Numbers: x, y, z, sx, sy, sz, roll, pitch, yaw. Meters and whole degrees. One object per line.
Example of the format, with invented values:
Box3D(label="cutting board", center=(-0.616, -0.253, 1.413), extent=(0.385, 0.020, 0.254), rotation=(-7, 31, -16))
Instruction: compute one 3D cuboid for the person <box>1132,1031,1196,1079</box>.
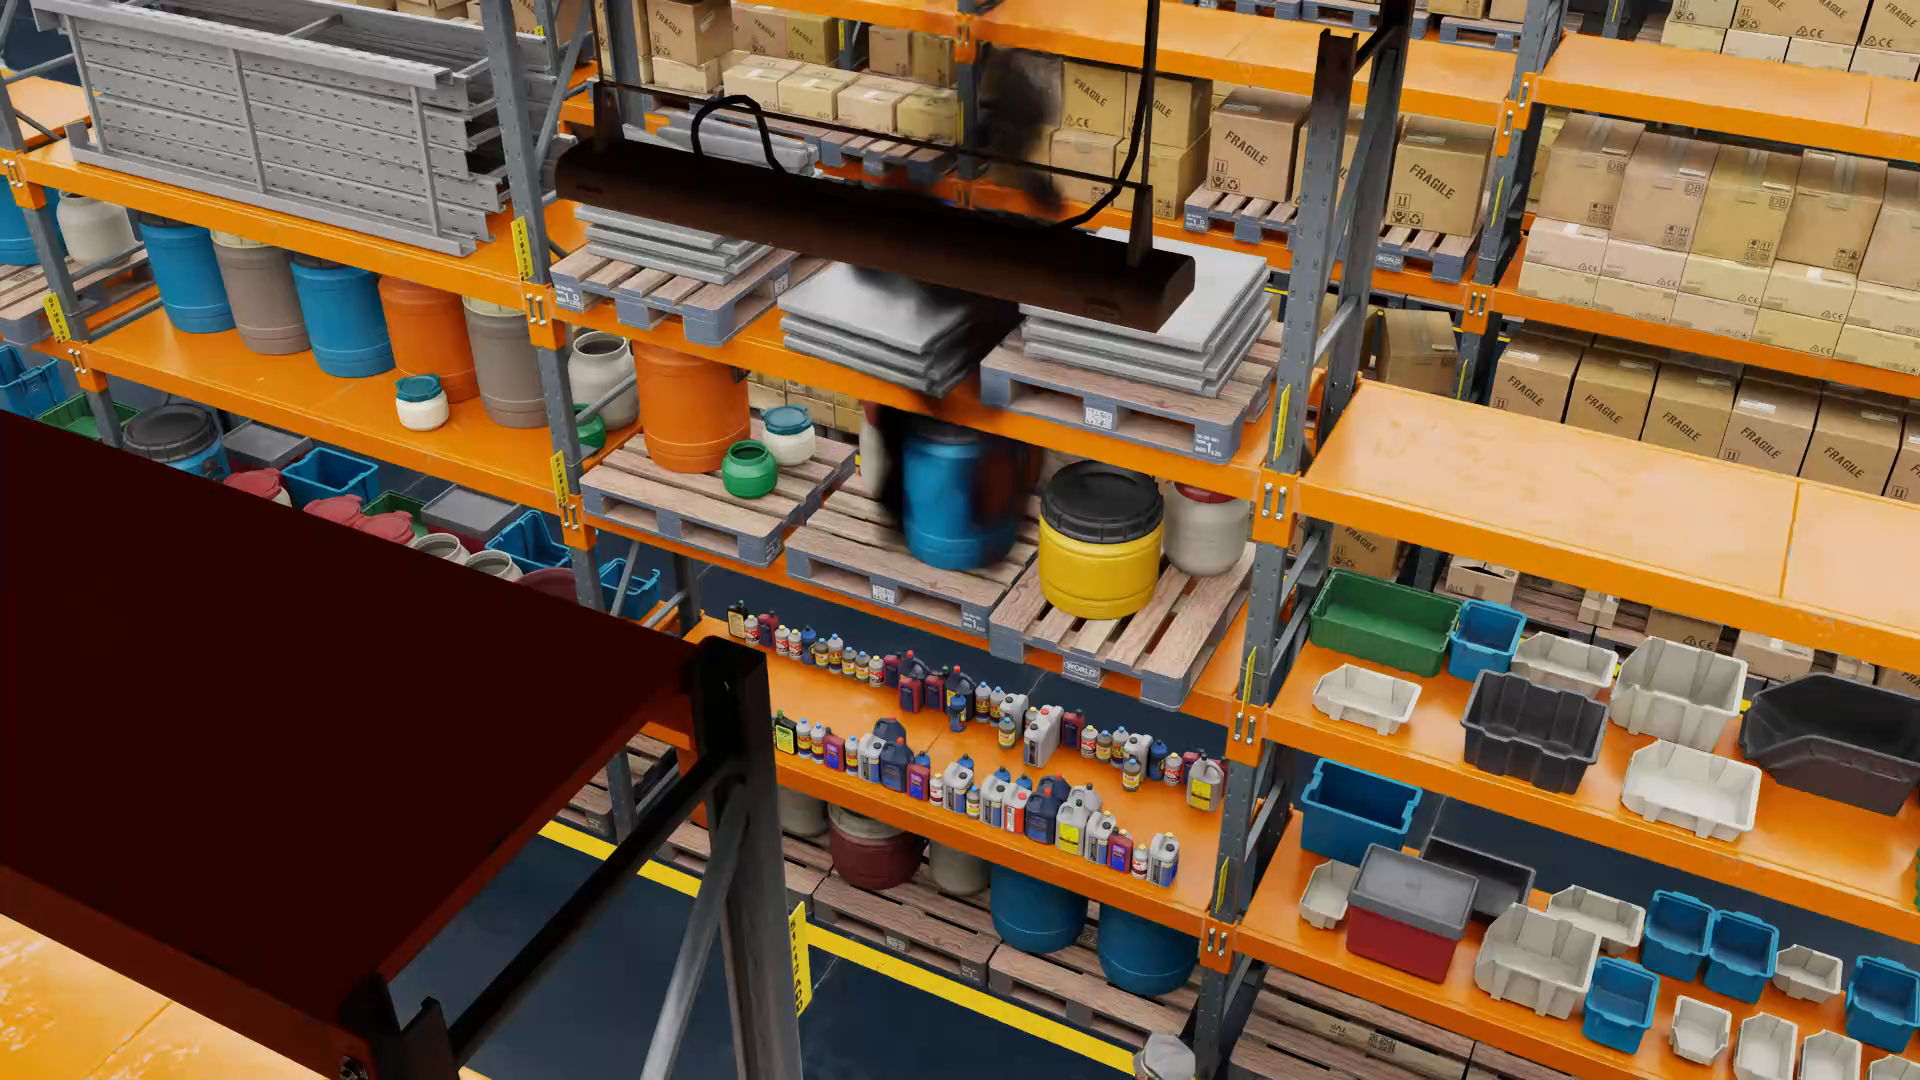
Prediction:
Box3D(label="person", center=(0.959, 2.934, 7.717), extent=(0.812, 1.734, 0.562), rotation=(13, 37, 18))

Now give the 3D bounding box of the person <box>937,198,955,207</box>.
Box3D(label="person", center=(-0.092, -2.821, 16.550), extent=(0.697, 1.561, 0.585), rotation=(15, 38, 20))

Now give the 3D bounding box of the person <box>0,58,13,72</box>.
Box3D(label="person", center=(-11.175, -5.014, 19.493), extent=(0.627, 1.740, 0.656), rotation=(-28, 44, -34))
